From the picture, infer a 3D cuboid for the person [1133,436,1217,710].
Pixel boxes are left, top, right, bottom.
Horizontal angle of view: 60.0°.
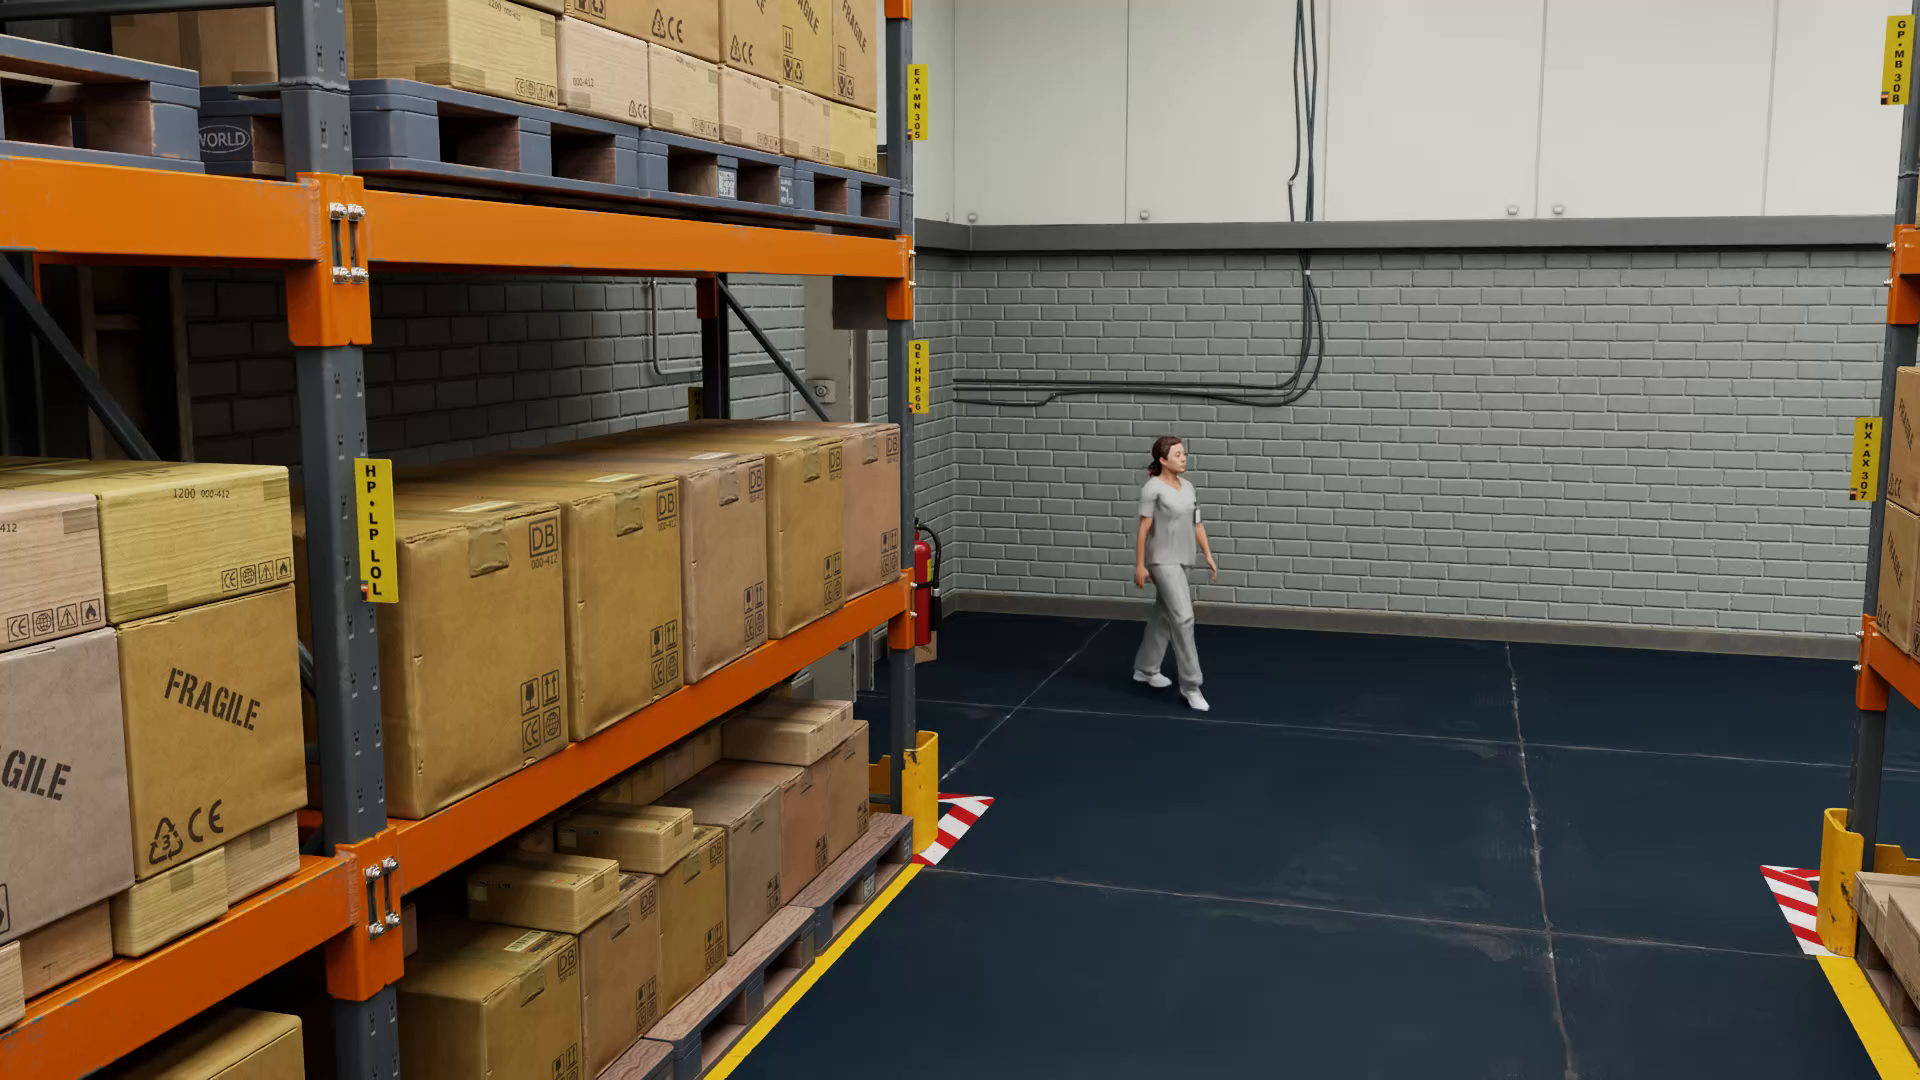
[{"bbox_3d":[1.404,0.189,10.624,0.478,1.699,0.749,-8,11,-42],"label":"person"}]
